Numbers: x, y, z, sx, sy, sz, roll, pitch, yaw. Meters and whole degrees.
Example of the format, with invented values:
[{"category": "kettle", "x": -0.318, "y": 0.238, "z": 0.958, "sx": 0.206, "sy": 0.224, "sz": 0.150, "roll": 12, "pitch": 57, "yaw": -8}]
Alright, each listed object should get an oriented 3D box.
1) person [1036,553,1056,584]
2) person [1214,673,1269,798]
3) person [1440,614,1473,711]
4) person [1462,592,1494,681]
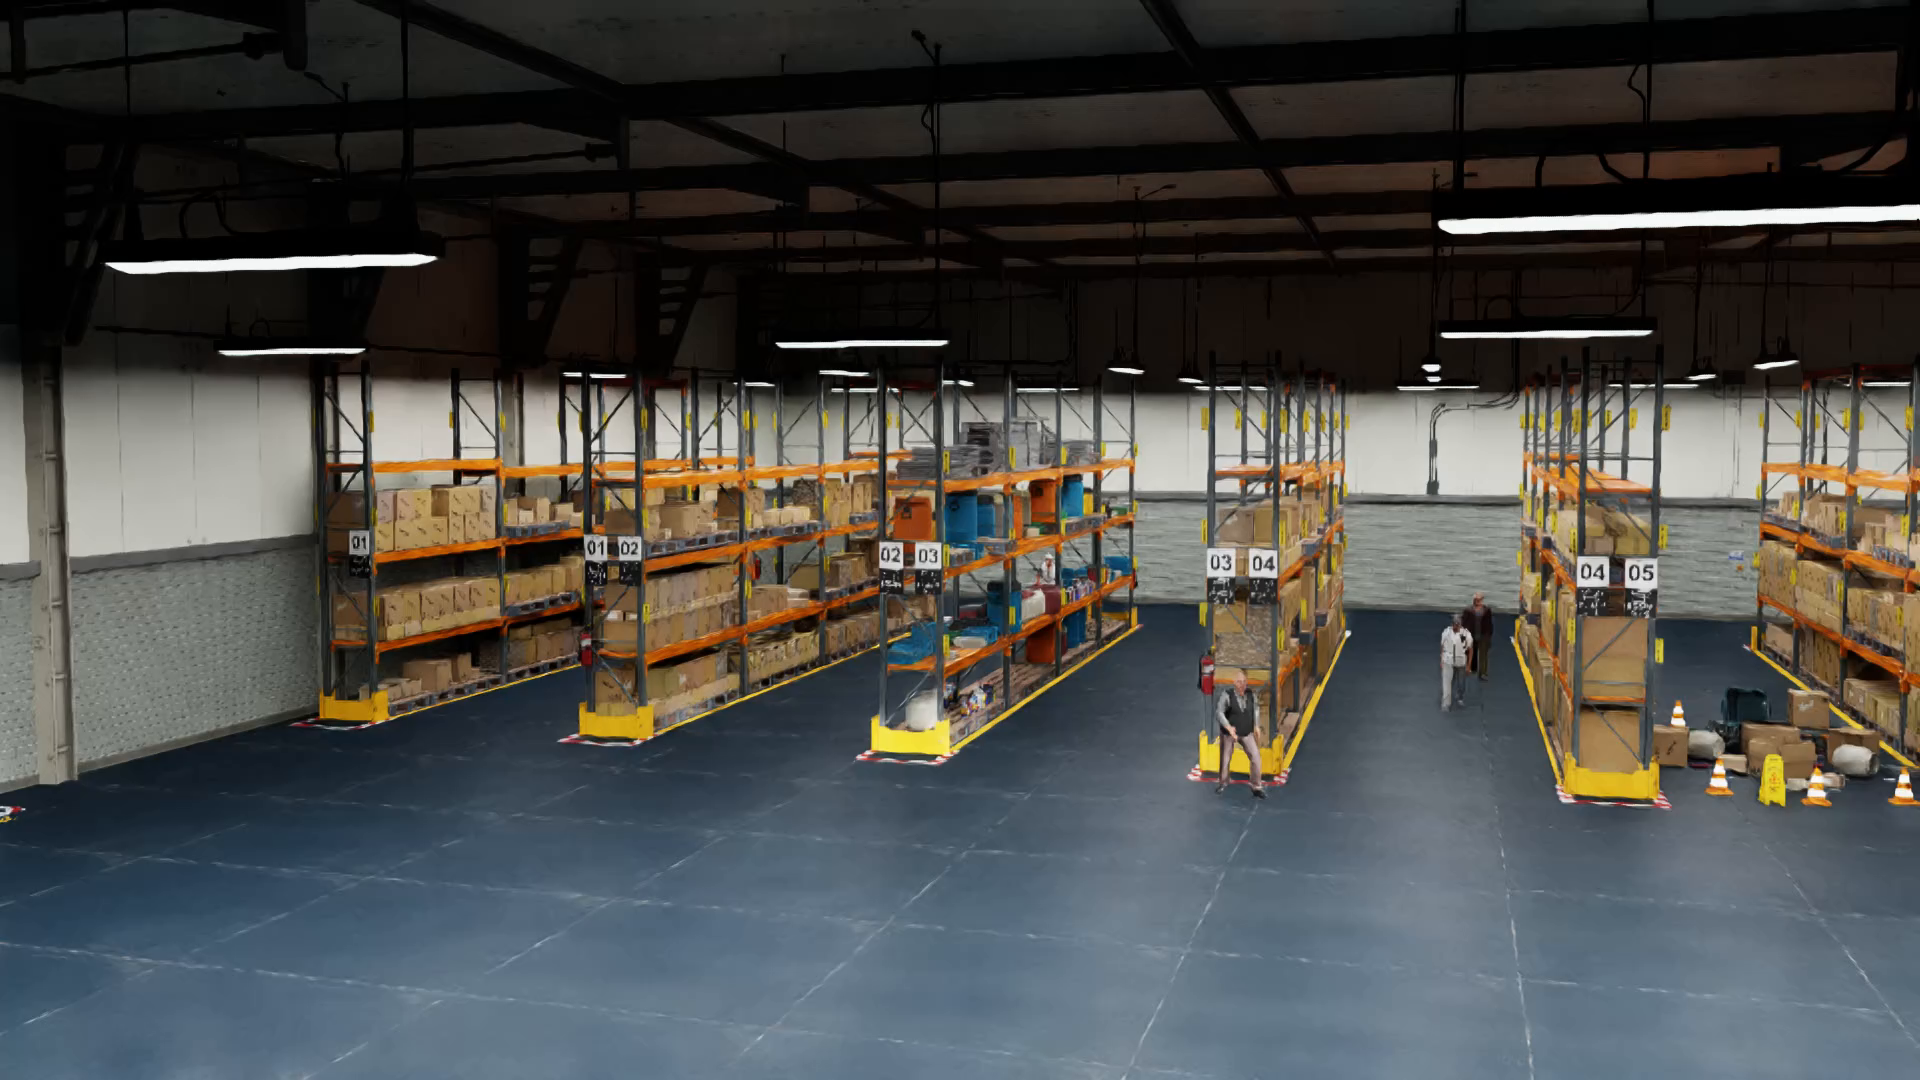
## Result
[{"category": "person", "x": 2.222, "y": 1.158, "z": 41.365, "sx": 0.677, "sy": 1.685, "sz": 0.547, "roll": 1, "pitch": 4, "yaw": 15}, {"category": "person", "x": 3.718, "y": 2.581, "z": 22.179, "sx": 0.676, "sy": 1.666, "sz": 0.780, "roll": 0, "pitch": 4, "yaw": -4}, {"category": "person", "x": 8.560, "y": 2.093, "z": 28.687, "sx": 0.546, "sy": 1.670, "sz": 1.109, "roll": 1, "pitch": 4, "yaw": 18}, {"category": "person", "x": 9.999, "y": 1.839, "z": 32.147, "sx": 0.598, "sy": 1.698, "sz": 1.193, "roll": 1, "pitch": 4, "yaw": 19}]
